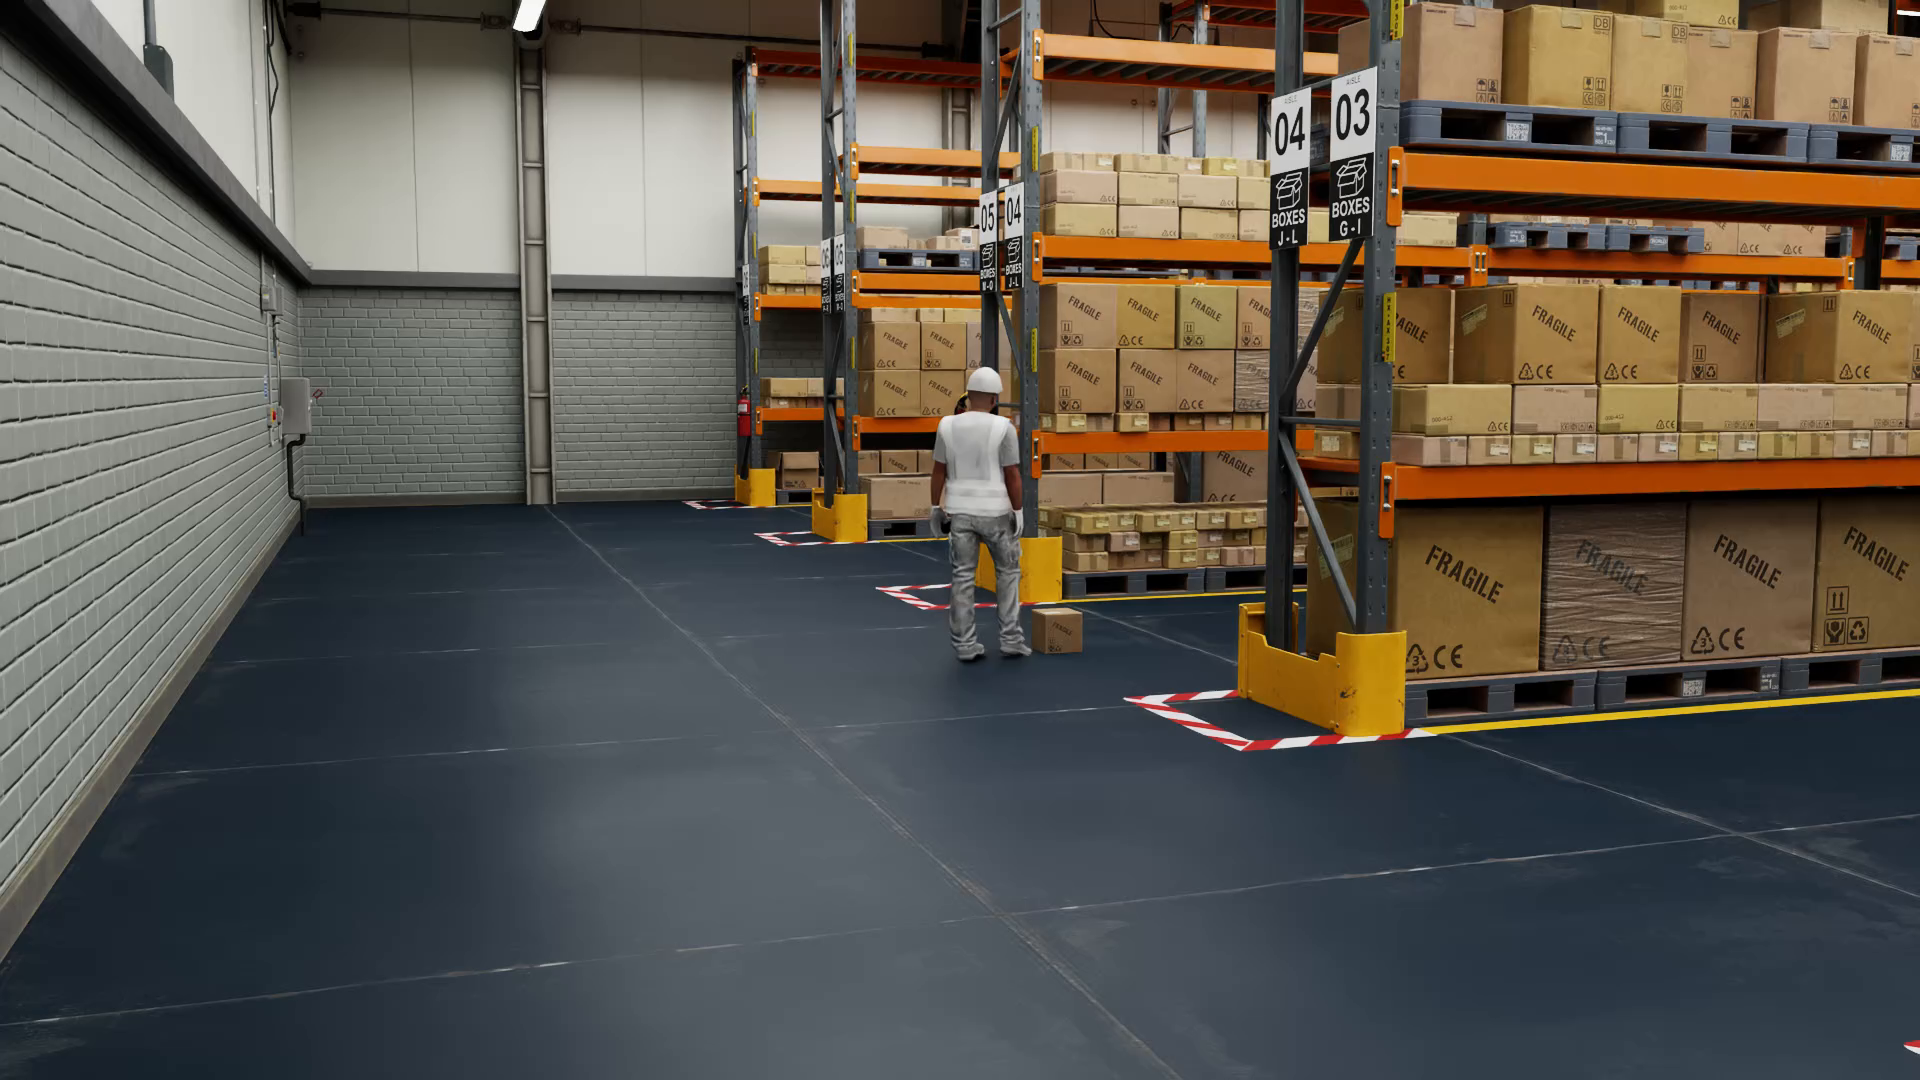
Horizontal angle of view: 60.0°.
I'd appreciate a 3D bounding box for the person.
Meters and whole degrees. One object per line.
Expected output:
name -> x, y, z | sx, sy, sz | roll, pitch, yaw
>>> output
person -> 0.135, -0.159, 10.269 | 0.593, 1.809, 0.547 | 2, 6, 19
